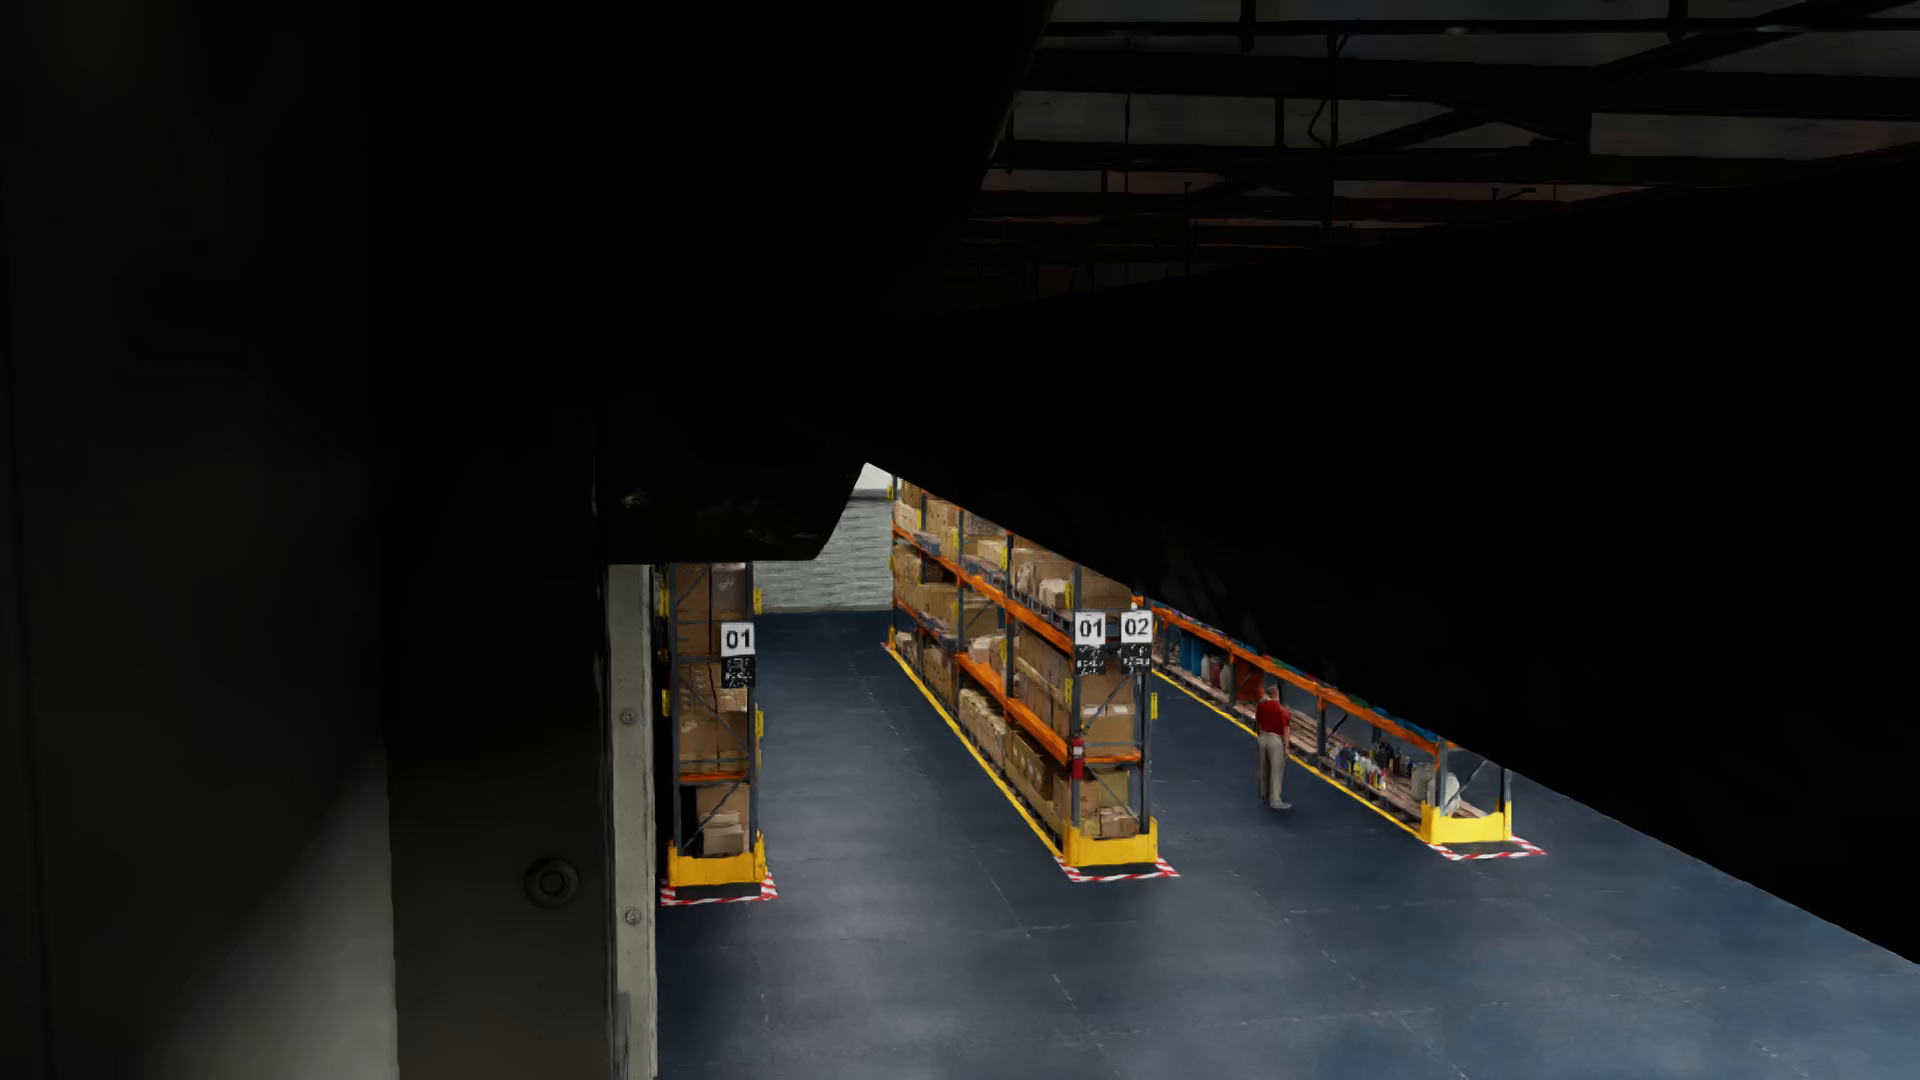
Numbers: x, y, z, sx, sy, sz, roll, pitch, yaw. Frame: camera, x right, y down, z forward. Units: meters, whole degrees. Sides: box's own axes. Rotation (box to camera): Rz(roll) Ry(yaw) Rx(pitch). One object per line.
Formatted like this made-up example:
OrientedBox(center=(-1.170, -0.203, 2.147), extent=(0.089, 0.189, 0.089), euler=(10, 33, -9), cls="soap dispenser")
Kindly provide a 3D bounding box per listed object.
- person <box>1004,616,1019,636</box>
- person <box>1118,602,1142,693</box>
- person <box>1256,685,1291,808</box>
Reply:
OrientedBox(center=(1.089, 1.749, 34.516), extent=(0.385, 1.678, 0.590), euler=(-2, 7, -20), cls="person")
OrientedBox(center=(3.288, 2.030, 31.837), extent=(0.566, 1.706, 1.122), euler=(-1, 6, -8), cls="person")
OrientedBox(center=(4.468, 2.906, 23.625), extent=(0.450, 1.731, 0.589), euler=(-5, 8, -41), cls="person")
